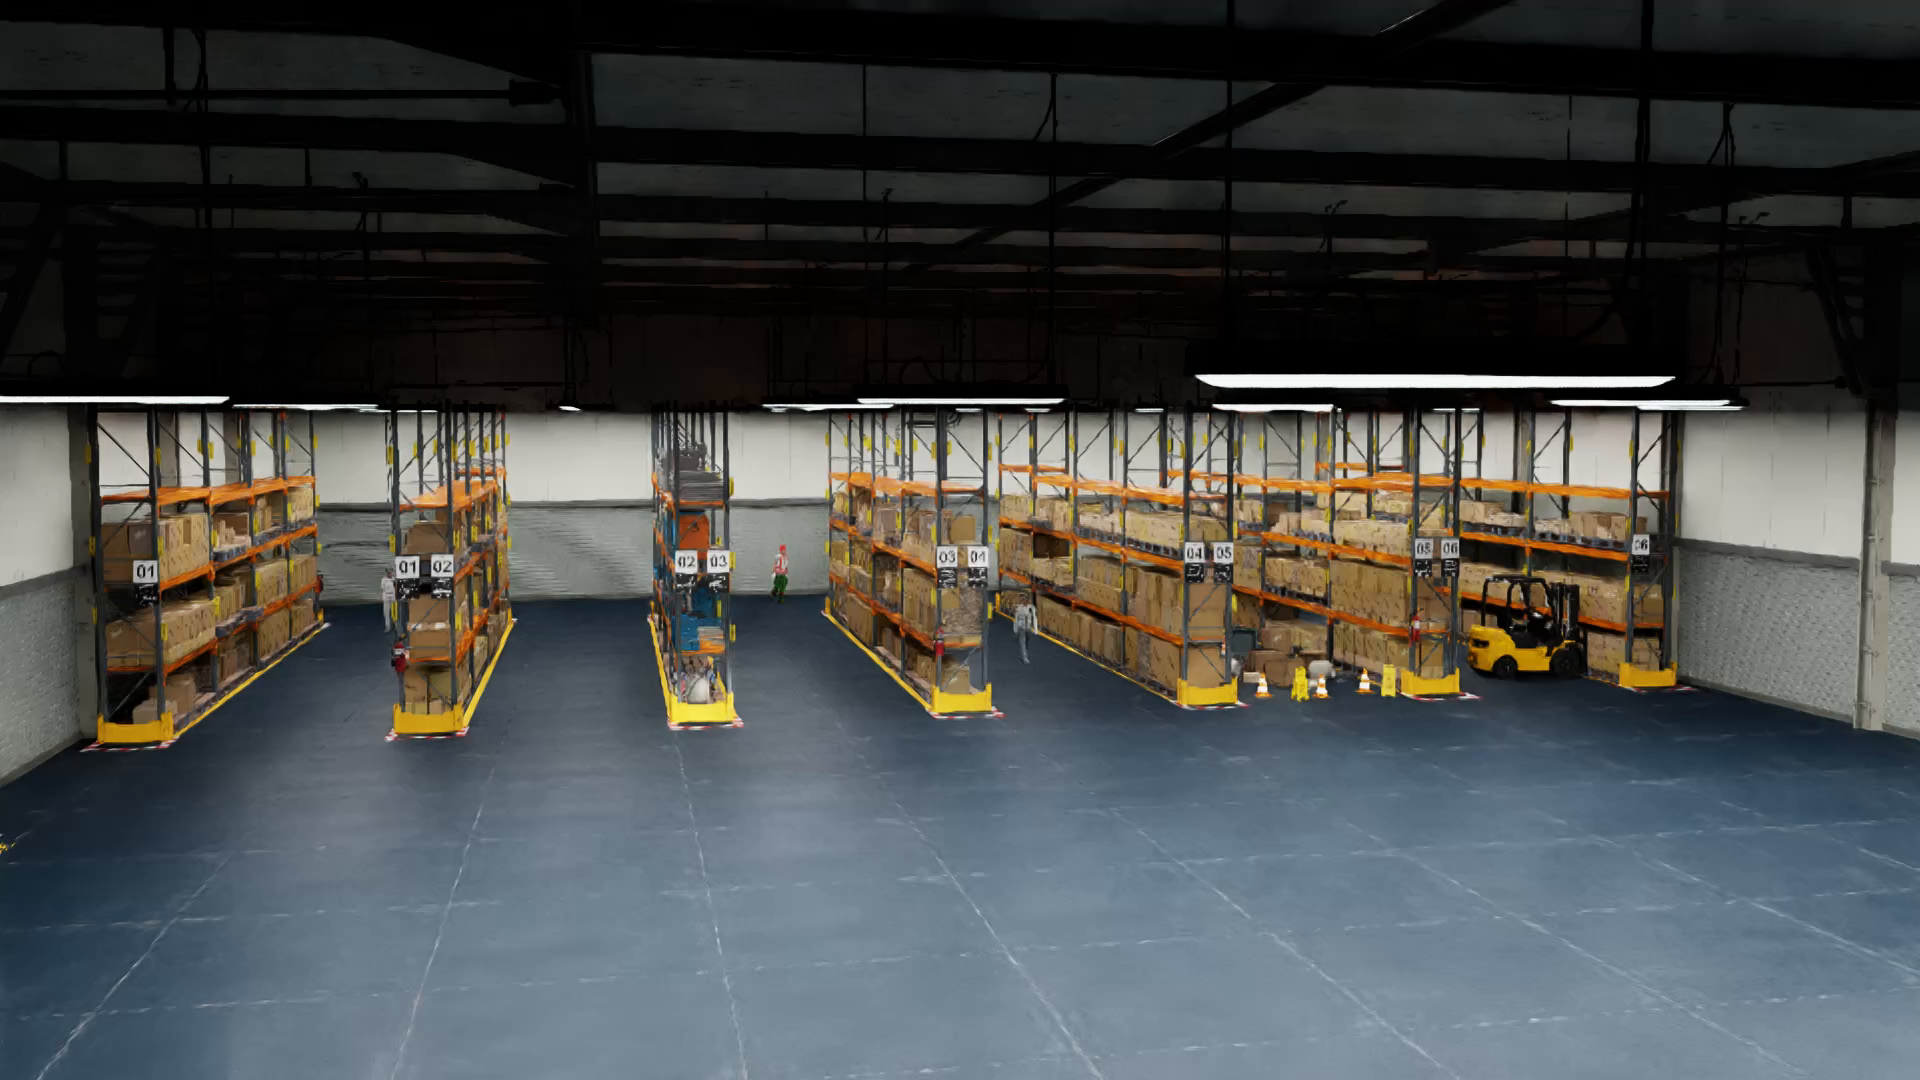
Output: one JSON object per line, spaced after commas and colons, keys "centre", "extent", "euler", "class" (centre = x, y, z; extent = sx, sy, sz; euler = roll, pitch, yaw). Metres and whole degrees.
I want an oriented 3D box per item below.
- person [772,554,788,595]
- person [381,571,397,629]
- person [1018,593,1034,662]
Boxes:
{"centre": [-5.481, 1.040, 50.564], "extent": [0.378, 1.272, 0.589], "euler": [4, 6, 43], "class": "person"}
{"centre": [-15.028, 1.543, 44.001], "extent": [0.554, 1.619, 0.783], "euler": [-1, 4, -13], "class": "person"}
{"centre": [1.494, 1.986, 38.399], "extent": [0.374, 1.577, 0.797], "euler": [-1, 4, -13], "class": "person"}
